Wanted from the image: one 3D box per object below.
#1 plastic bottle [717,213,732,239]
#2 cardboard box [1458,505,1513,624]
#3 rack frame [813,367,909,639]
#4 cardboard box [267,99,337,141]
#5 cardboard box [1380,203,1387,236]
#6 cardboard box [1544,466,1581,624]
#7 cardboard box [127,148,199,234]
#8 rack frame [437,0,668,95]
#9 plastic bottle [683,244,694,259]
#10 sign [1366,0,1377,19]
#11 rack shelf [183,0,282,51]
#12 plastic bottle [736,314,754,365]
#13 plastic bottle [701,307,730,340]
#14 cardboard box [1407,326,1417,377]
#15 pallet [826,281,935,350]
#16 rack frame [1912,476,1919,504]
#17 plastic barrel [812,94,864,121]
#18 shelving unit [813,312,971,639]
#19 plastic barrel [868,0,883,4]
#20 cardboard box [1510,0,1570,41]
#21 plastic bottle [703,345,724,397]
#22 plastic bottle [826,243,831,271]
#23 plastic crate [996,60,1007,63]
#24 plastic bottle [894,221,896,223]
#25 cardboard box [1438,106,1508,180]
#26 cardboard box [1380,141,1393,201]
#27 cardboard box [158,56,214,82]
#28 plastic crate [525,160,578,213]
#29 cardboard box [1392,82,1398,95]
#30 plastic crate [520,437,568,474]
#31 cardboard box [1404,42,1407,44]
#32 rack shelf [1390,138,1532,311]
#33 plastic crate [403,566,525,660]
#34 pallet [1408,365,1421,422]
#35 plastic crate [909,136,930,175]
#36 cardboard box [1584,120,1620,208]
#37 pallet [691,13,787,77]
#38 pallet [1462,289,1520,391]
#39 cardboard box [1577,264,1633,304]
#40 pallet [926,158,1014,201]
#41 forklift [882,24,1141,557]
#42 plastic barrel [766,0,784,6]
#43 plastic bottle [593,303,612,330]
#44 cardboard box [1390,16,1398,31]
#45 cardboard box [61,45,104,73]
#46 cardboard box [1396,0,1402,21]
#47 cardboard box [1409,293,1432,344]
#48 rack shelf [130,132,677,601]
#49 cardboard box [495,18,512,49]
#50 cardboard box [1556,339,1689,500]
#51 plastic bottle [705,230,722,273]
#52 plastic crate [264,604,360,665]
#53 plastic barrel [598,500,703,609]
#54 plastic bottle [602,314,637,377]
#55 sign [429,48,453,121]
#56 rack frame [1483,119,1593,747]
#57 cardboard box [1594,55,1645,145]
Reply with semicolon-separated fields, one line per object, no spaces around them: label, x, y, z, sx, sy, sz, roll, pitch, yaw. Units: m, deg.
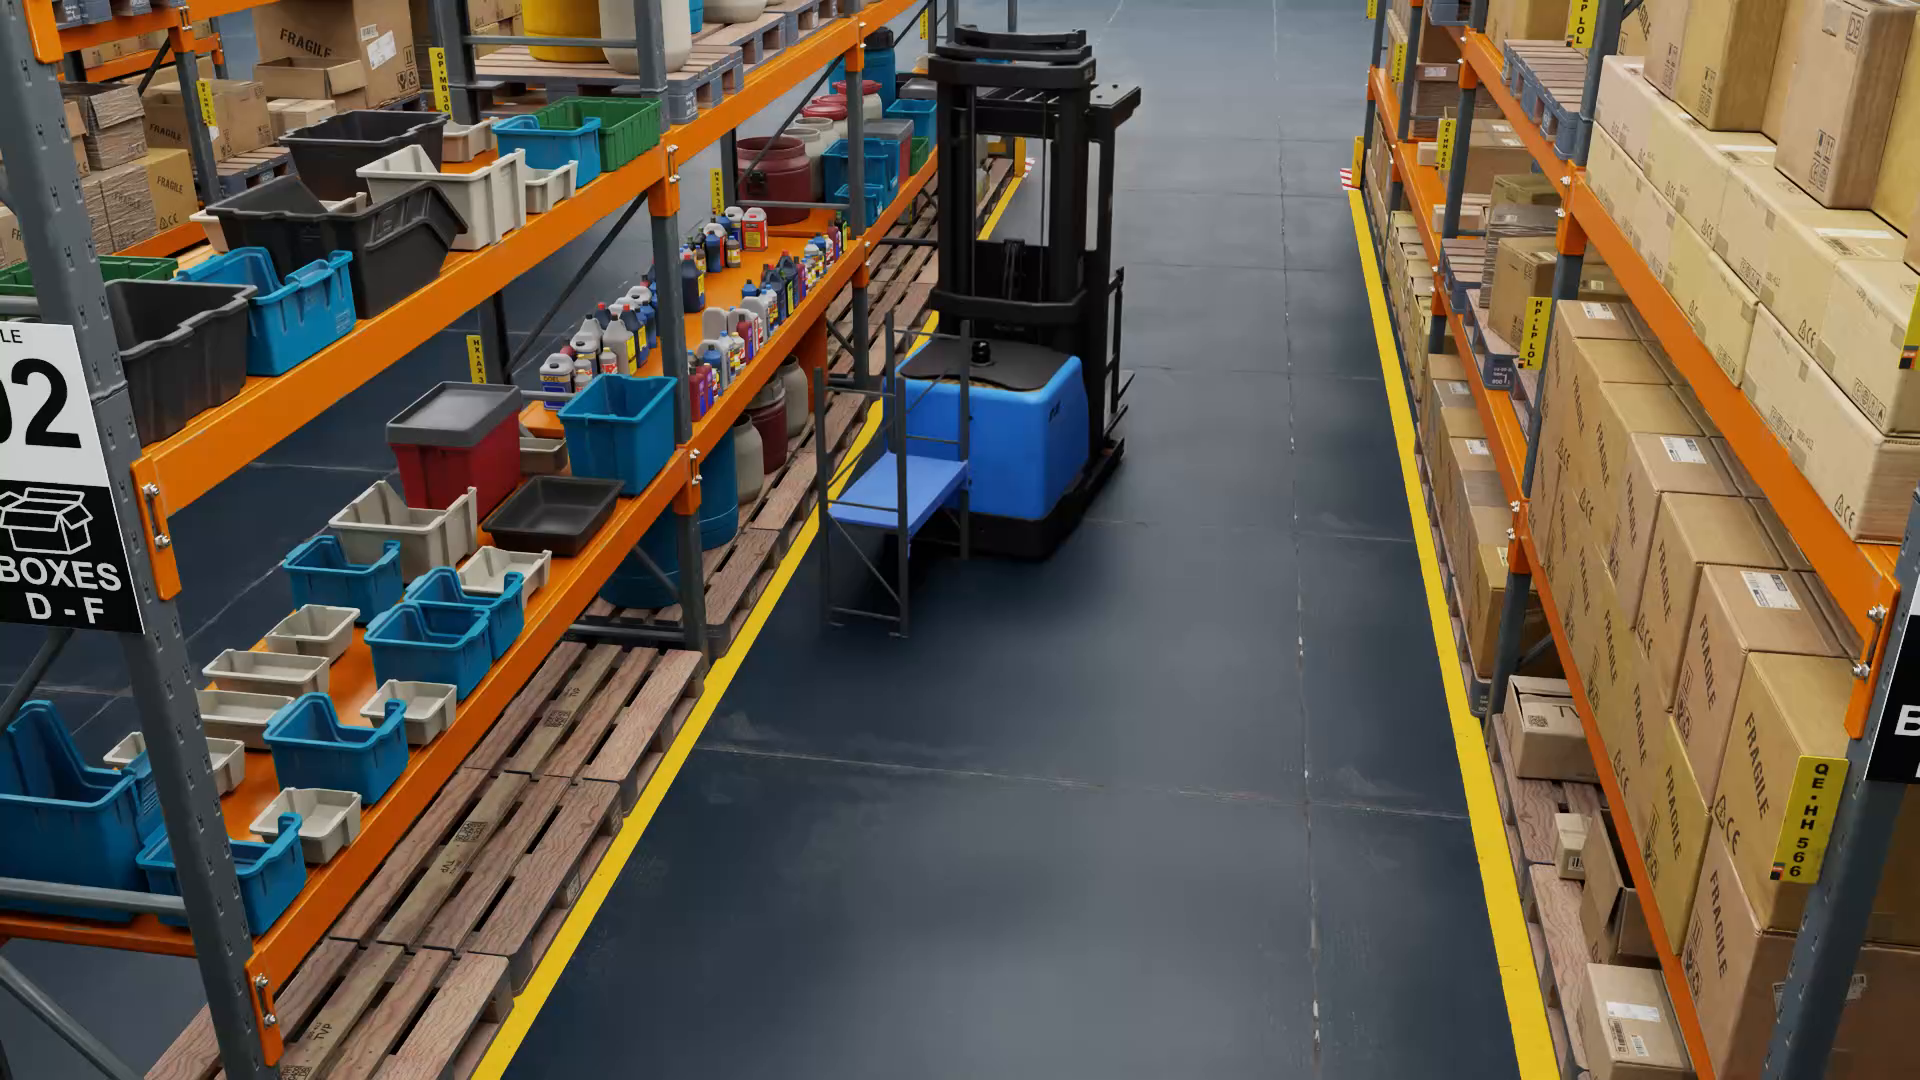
plastic bottle;-1.606;-2.096;11.340;0.097;0.271;0.097;0;25;0
cardboard box;2.949;0.159;8.801;0.500;0.500;0.500;4;25;9
rack frame;-0.519;-0.179;8.863;0.500;1.500;0.032;8;26;17
cardboard box;-5.556;-3.509;13.891;0.500;0.250;0.500;3;25;7
cardboard box;4.321;-3.050;15.975;0.500;0.250;0.500;4;25;9
cardboard box;2.629;0.022;6.547;0.500;0.500;0.500;4;25;9
cardboard box;-5.893;-2.524;11.986;0.500;0.500;0.500;5;26;10
rack frame;-1.824;-3.403;6.906;1.000;3.000;0.127;4;25;9
plastic bottle;-1.741;-1.750;10.602;0.097;0.271;0.097;0;25;0
sign;4.477;-5.829;18.050;0.100;0.325;0.005;4;25;9
rack shelf;-5.730;-4.571;13.788;1.077;0.370;4.000;4;25;9
plastic bottle;-1.198;-1.128;9.260;0.061;0.283;0.133;4;25;9
plastic bottle;-1.371;-1.195;9.411;0.152;0.276;0.135;4;25;9
cardboard box;3.642;-1.412;12.476;0.500;0.250;0.500;4;25;8
pallet;-0.804;-1.926;14.116;1.003;0.211;1.213;4;25;9
rack frame;2.408;-1.385;2.595;1.000;3.000;0.127;4;25;9
plastic barrel;-1.009;-3.402;13.819;0.433;0.535;0.433;0;25;0
shelving unit;-0.353;-0.382;9.298;0.538;1.500;1.048;8;26;17
plastic barrel;-0.822;-4.273;11.711;0.600;0.901;0.600;0;25;0
cardboard box;3.509;-2.802;9.043;0.910;0.500;0.500;4;25;9
plastic bottle;-1.305;-0.898;8.781;0.097;0.271;0.097;0;25;0
plastic bottle;-0.906;-1.886;10.975;0.097;0.201;0.097;0;25;0
plastic crate;0.239;-5.136;17.860;0.499;0.251;0.408;4;25;9
plastic bottle;-0.696;-3.321;16.412;0.144;0.351;0.185;3;25;7
cardboard box;4.142;-3.192;13.413;0.500;0.500;0.500;6;26;12
cardboard box;4.401;-3.598;16.263;0.500;0.500;0.500;4;25;9
cardboard box;-9.672;-5.374;20.203;0.875;0.875;0.875;4;25;9
plastic crate;-1.656;-1.367;6.405;0.293;0.136;0.466;4;25;9
cardboard box;4.766;-4.784;16.814;0.700;0.500;0.500;4;25;9
plastic crate;-2.041;-0.409;7.826;0.396;0.136;0.243;4;25;9
cardboard box;4.371;-4.580;15.614;0.380;0.149;0.250;4;25;8
rack shelf;4.043;-2.525;12.954;1.077;0.370;4.000;4;25;9
plastic crate;-1.848;0.279;6.243;0.416;0.233;0.300;4;25;9
pallet;3.889;-1.093;12.336;1.003;0.211;1.213;4;25;9
plastic crate;-0.523;-3.188;13.773;0.450;0.188;0.662;4;25;9
cardboard box;2.739;-1.446;6.439;0.500;0.250;0.500;4;25;9
pallet;-1.610;-2.768;9.310;1.003;0.211;1.213;4;25;9
pallet;3.403;-1.114;9.317;1.003;0.211;1.213;4;25;9
cardboard box;3.410;-1.051;8.345;0.700;0.500;0.500;8;26;17
pallet;0.033;-4.067;18.691;1.003;0.211;1.213;4;25;9
forklift;0.488;-1.828;10.699;1.130;2.935;3.031;8;26;17
plastic barrel;-1.201;-3.386;10.076;0.301;0.262;0.301;0;25;0
plastic bottle;-1.966;-1.148;9.223;0.144;0.351;0.185;4;25;9
cardboard box;4.664;-5.335;17.227;0.380;0.149;0.250;4;25;9
cardboard box;-9.959;-5.433;18.143;0.875;0.550;0.550;4;25;9
cardboard box;4.845;-5.556;16.934;0.700;0.500;0.500;3;25;7
cardboard box;3.637;-1.667;12.360;0.500;0.311;0.500;4;25;8
rack shelf;-2.151;-0.882;5.907;1.077;0.370;4.000;4;25;9
cardboard box;-5.170;-5.162;17.270;0.875;0.500;0.500;4;25;9
cardboard box;2.624;-0.446;6.367;0.500;0.500;0.500;3;25;7
plastic bottle;-1.621;-1.898;10.918;0.097;0.271;0.097;0;25;0
plastic crate;-2.410;0.362;6.178;0.298;0.136;0.250;4;25;9
plastic barrel;-1.718;-0.152;9.017;0.600;0.901;0.708;4;25;9
plastic bottle;-1.854;-1.061;9.036;0.144;0.351;0.185;4;25;9
sign;-2.366;-2.088;7.623;0.100;0.325;0.005;4;25;9
rack frame;3.062;-0.341;7.441;1.000;3.000;0.127;4;25;9
cardboard box;2.738;-1.672;6.333;0.500;0.250;0.500;4;25;9
